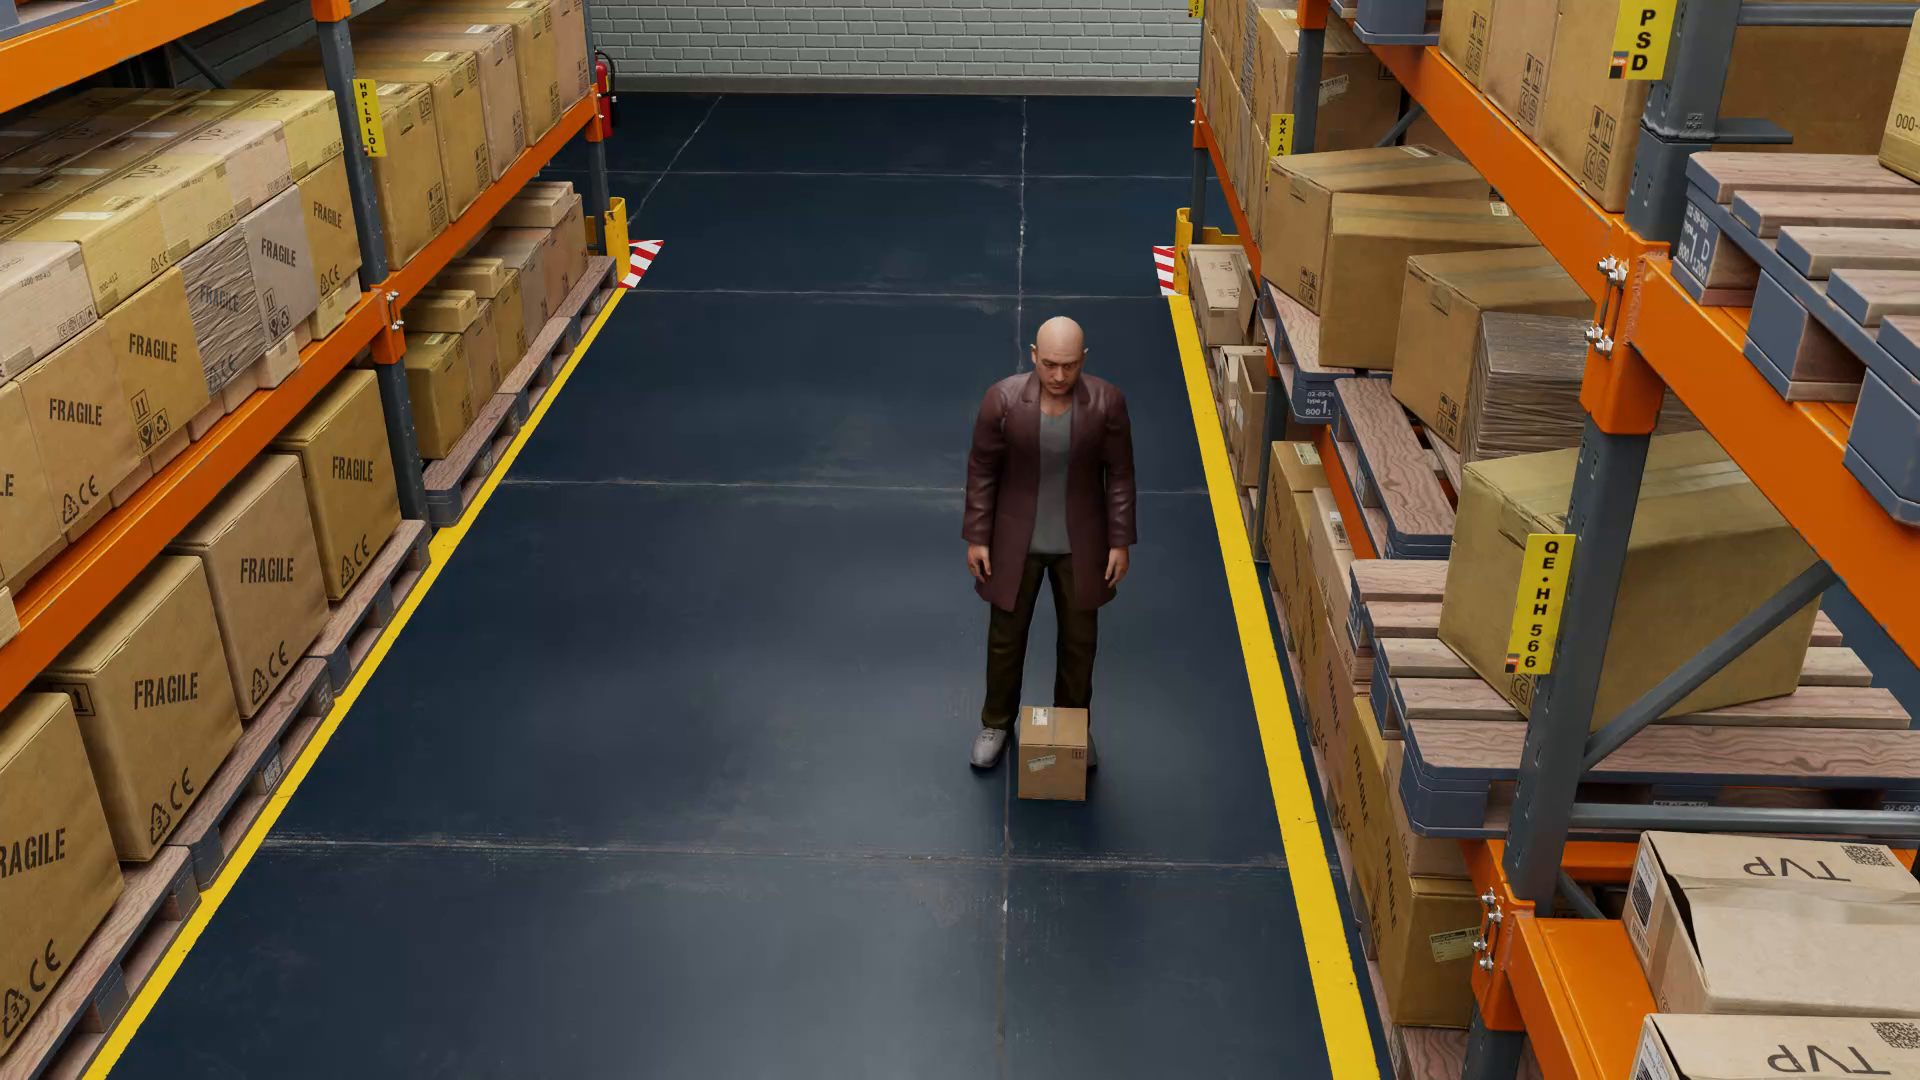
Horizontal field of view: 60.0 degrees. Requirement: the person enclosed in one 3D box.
[{"bbox_3d":[0.327,0.012,6.112,0.644,1.774,0.427,1,28,2],"label":"person"}]
